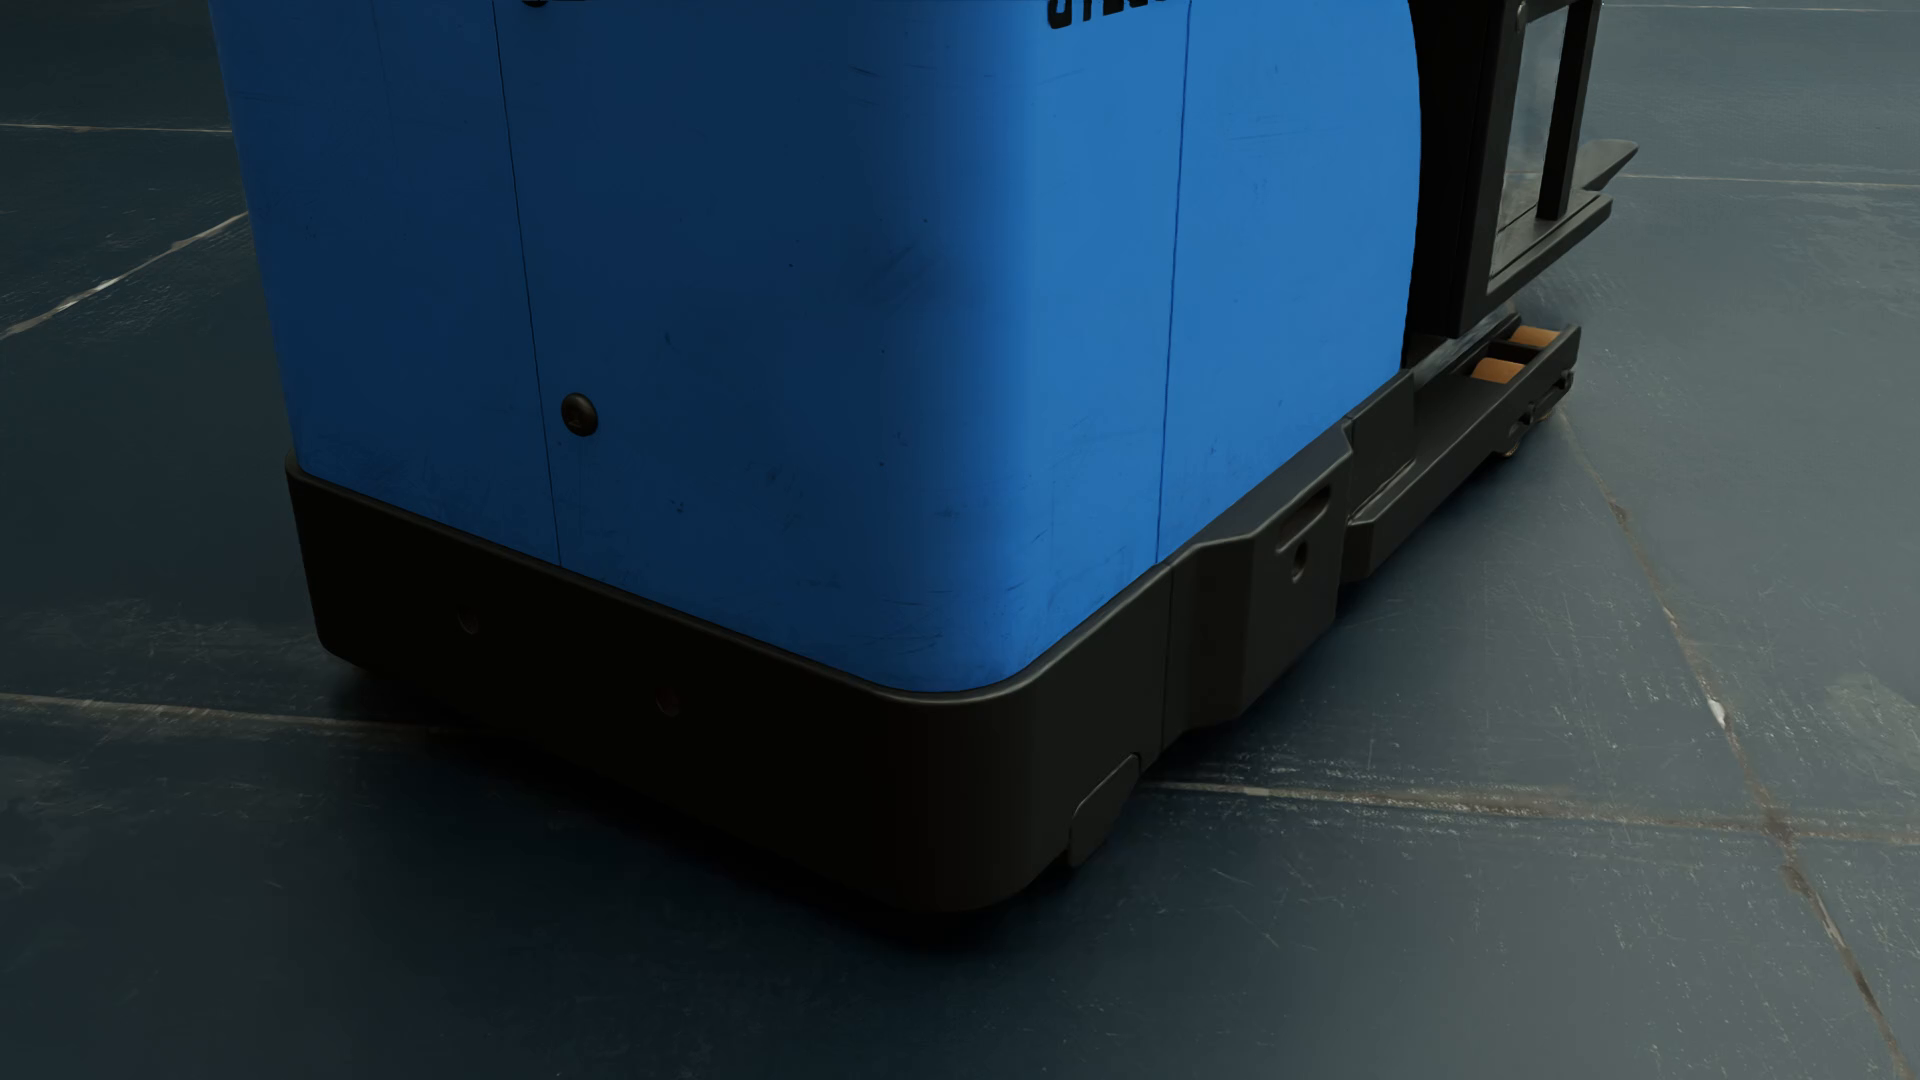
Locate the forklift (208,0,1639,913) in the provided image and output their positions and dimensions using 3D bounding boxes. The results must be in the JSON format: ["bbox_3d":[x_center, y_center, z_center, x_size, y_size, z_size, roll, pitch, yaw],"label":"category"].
[{"bbox_3d":[0.431,-1.556,2.336,1.130,2.935,3.031,17,31,30],"label":"forklift"}]
